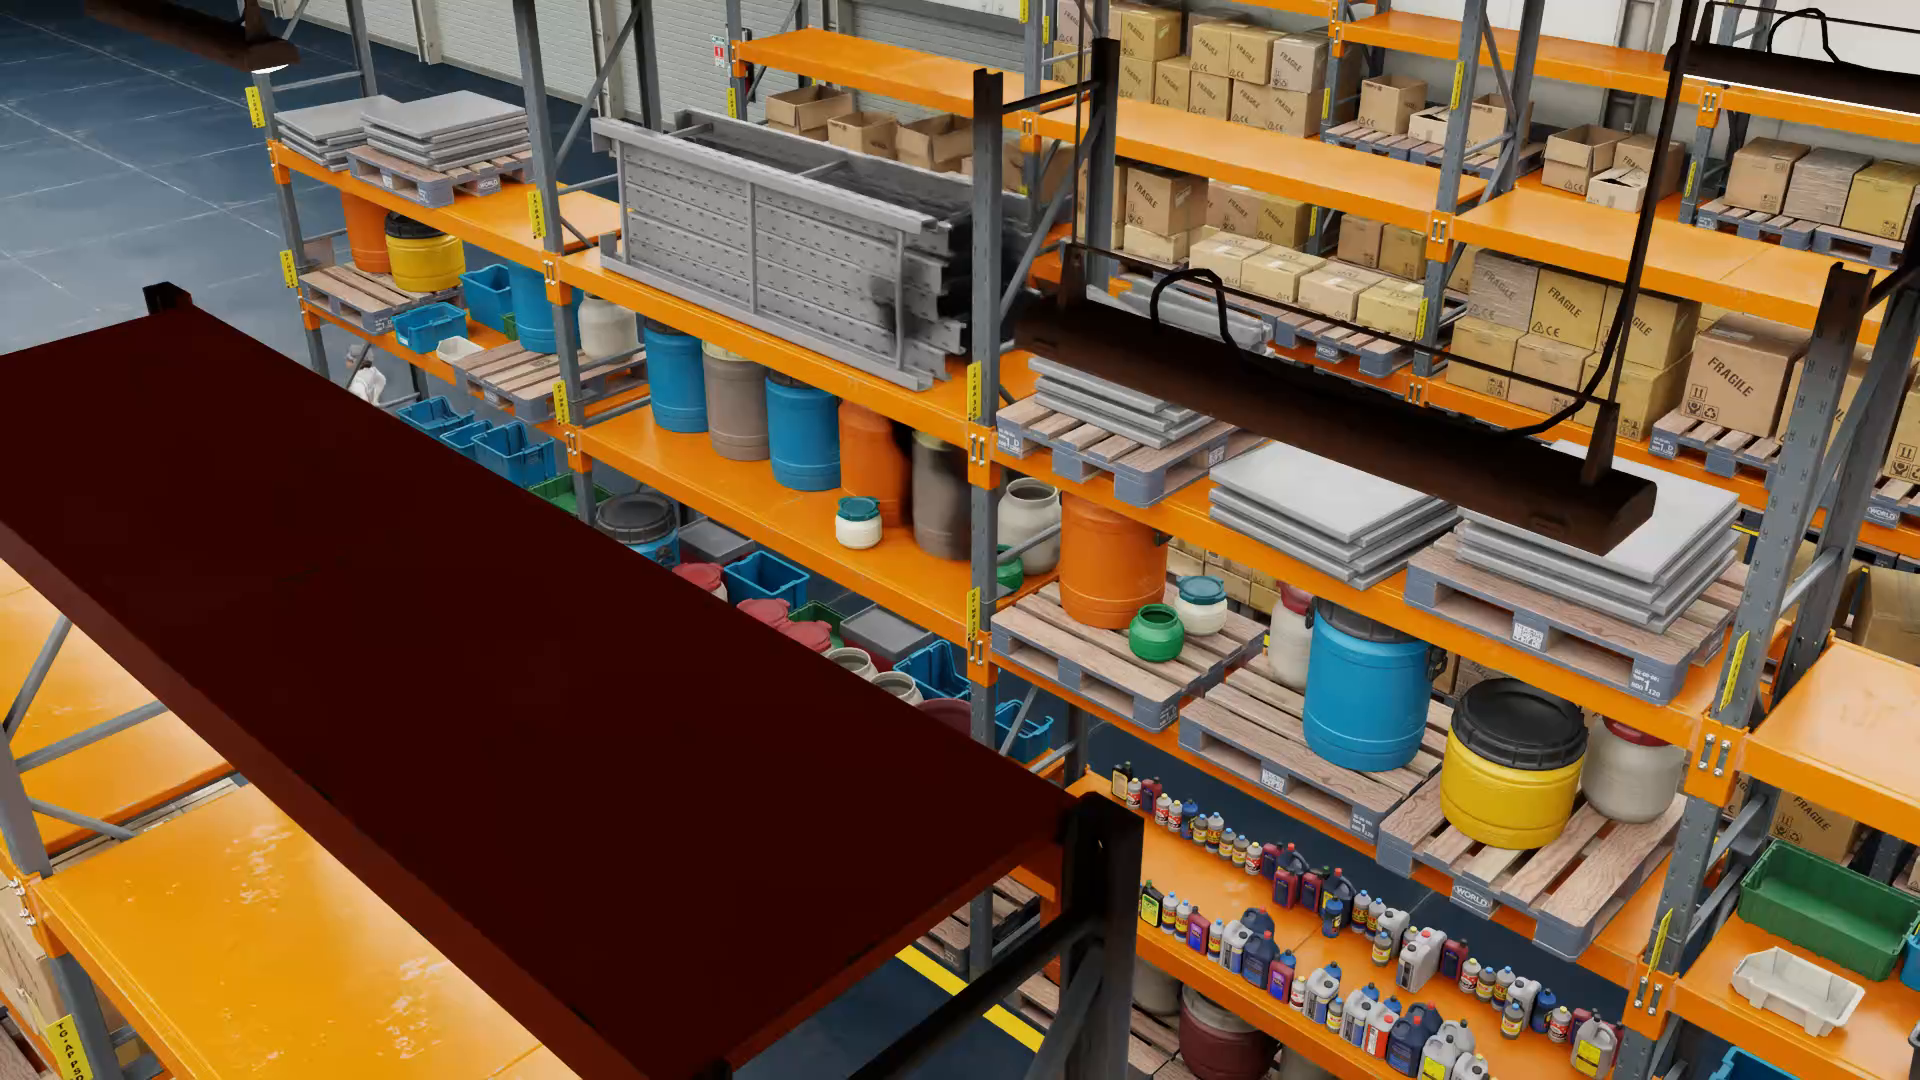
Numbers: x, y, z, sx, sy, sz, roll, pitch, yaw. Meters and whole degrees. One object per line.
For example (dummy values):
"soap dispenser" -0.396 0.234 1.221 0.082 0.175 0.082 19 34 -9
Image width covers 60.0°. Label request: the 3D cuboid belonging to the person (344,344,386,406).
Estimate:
"person" -5.976 -1.202 16.721 0.654 1.670 0.670 -2 29 -3
